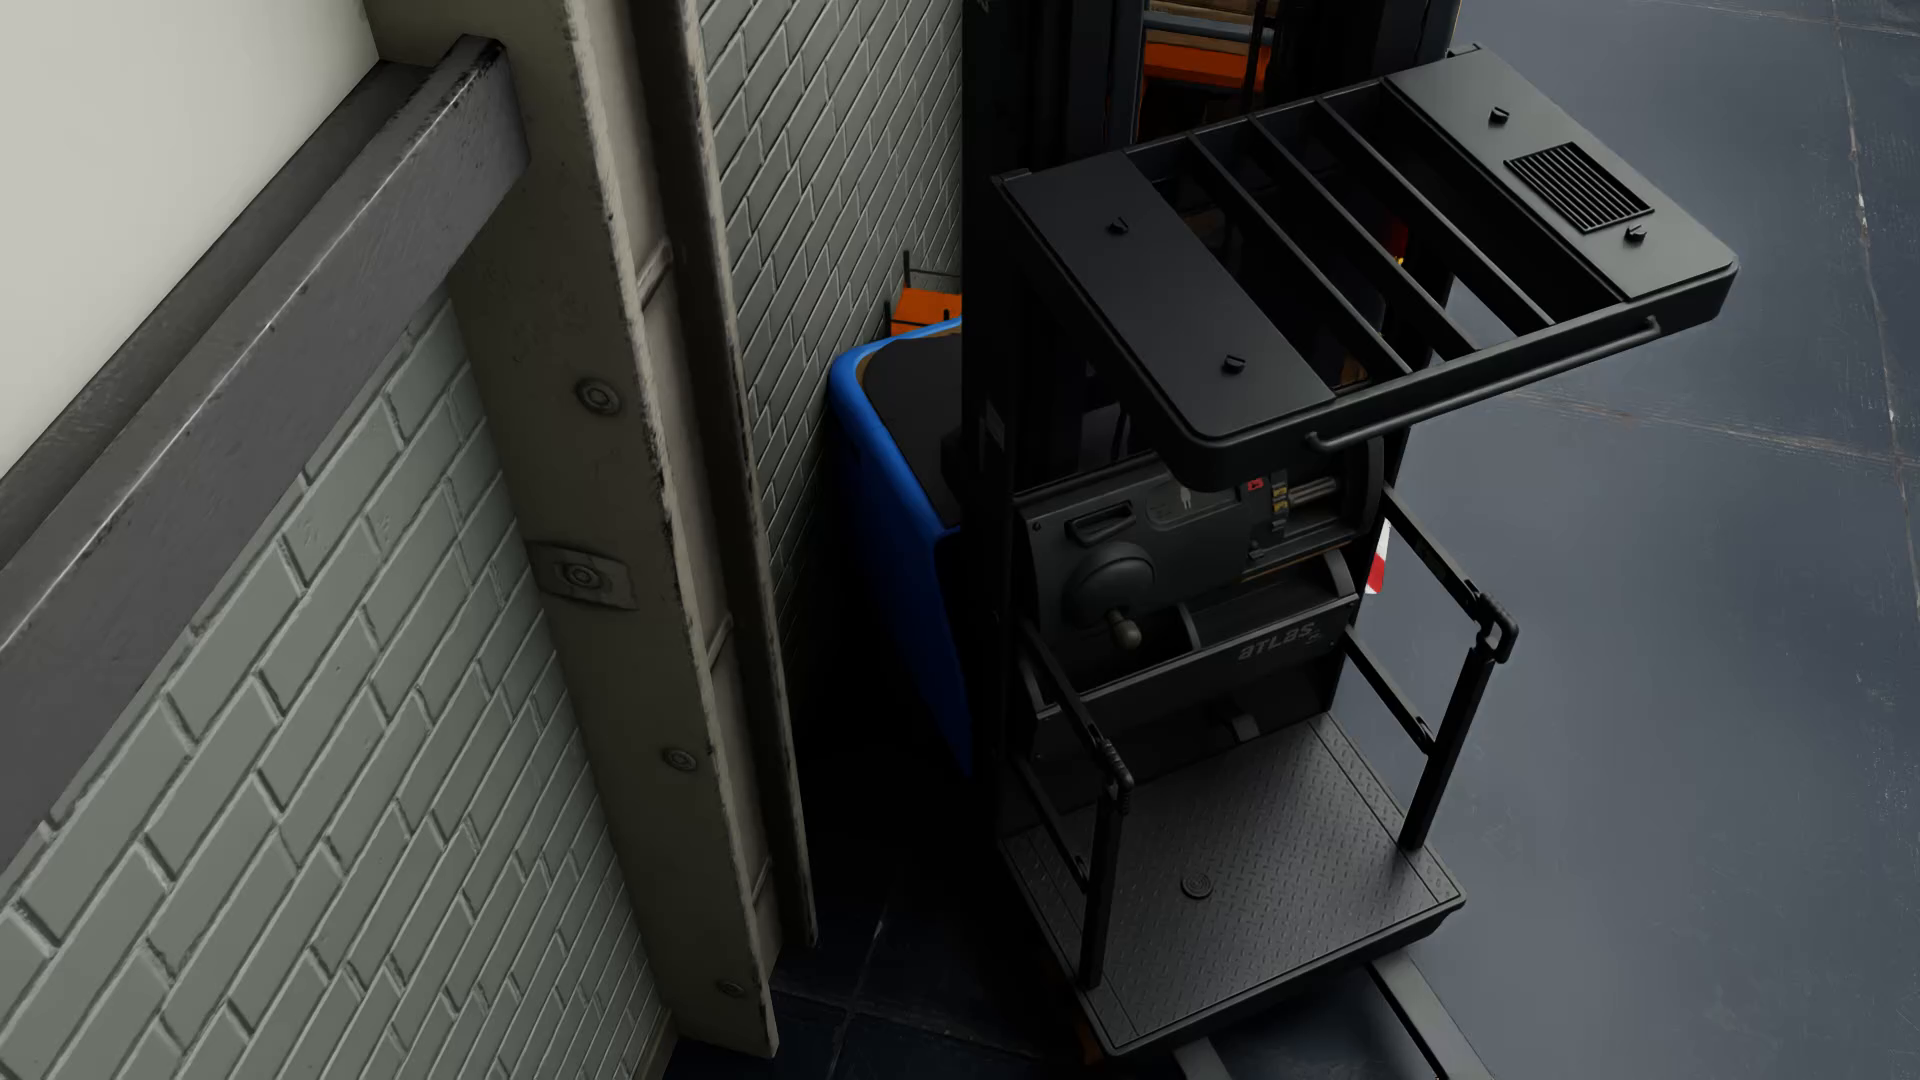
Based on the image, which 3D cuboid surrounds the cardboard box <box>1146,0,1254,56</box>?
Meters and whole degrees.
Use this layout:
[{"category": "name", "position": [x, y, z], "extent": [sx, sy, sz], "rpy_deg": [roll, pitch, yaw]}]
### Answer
[{"category": "cardboard box", "position": [0.804, -1.740, 5.453], "extent": [0.380, 0.149, 0.250], "rpy_deg": [11, 50, 10]}]

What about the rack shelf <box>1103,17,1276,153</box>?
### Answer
[{"category": "rack shelf", "position": [1.502, -2.739, 6.647], "extent": [1.077, 0.370, 4.000], "rpy_deg": [12, 50, 10]}]

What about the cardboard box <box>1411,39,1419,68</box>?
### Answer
[{"category": "cardboard box", "position": [1.327, -1.631, 5.356], "extent": [0.380, 0.149, 0.250], "rpy_deg": [11, 50, 10]}]

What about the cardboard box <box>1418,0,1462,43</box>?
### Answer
[{"category": "cardboard box", "position": [1.355, -1.854, 5.287], "extent": [0.500, 0.250, 0.500], "rpy_deg": [12, 50, 10]}]

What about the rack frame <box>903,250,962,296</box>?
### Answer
[{"category": "rack frame", "position": [-0.077, -0.531, 5.518], "extent": [0.200, 1.050, 0.008], "rpy_deg": [9, 49, 8]}]

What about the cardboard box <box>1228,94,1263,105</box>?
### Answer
[{"category": "cardboard box", "position": [1.491, -1.877, 6.793], "extent": [0.700, 0.500, 0.500], "rpy_deg": [13, 50, 12]}]

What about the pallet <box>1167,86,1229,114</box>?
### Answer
[{"category": "pallet", "position": [1.528, -2.119, 7.480], "extent": [1.003, 0.211, 1.213], "rpy_deg": [12, 50, 10]}]

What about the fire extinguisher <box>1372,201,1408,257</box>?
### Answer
[{"category": "fire extinguisher", "position": [1.383, -1.184, 5.094], "extent": [0.296, 0.674, 0.183], "rpy_deg": [12, 50, 10]}]

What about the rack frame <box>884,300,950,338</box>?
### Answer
[{"category": "rack frame", "position": [-0.129, -0.352, 5.361], "extent": [0.200, 1.050, 0.008], "rpy_deg": [9, 49, 8]}]

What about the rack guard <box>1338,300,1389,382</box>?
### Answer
[{"category": "rack guard", "position": [0.996, -0.758, 6.086], "extent": [1.175, 0.500, 0.348], "rpy_deg": [12, 50, 10]}]

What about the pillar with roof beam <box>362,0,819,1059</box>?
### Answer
[{"category": "pillar with roof beam", "position": [3.550, -0.894, 0.537], "extent": [9.100, 9.000, 0.400], "rpy_deg": [12, 50, 10]}]

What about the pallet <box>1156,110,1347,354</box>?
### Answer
[{"category": "pallet", "position": [1.205, -1.239, 6.703], "extent": [1.003, 0.211, 1.213], "rpy_deg": [12, 50, 10]}]

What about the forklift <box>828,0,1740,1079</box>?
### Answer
[{"category": "forklift", "position": [0.671, 0.064, 3.738], "extent": [1.130, 2.935, 3.031], "rpy_deg": [-19, 51, -16]}]

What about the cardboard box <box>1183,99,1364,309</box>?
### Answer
[{"category": "cardboard box", "position": [1.228, -1.267, 6.252], "extent": [0.797, 0.503, 0.637], "rpy_deg": [10, 49, 9]}]

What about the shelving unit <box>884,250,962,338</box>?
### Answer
[{"category": "shelving unit", "position": [-0.103, -0.441, 5.439], "extent": [0.215, 1.050, 0.252], "rpy_deg": [9, 49, 8]}]

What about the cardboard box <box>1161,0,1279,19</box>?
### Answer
[{"category": "cardboard box", "position": [0.841, -1.964, 5.385], "extent": [0.500, 0.250, 0.500], "rpy_deg": [13, 50, 11]}]

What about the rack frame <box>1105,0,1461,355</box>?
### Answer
[{"category": "rack frame", "position": [0.976, -1.530, 5.100], "extent": [1.000, 3.000, 0.127], "rpy_deg": [12, 50, 10]}]

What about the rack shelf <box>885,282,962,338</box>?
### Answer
[{"category": "rack shelf", "position": [-0.103, -0.622, 5.235], "extent": [0.215, 0.259, 0.240], "rpy_deg": [9, 49, 8]}]
